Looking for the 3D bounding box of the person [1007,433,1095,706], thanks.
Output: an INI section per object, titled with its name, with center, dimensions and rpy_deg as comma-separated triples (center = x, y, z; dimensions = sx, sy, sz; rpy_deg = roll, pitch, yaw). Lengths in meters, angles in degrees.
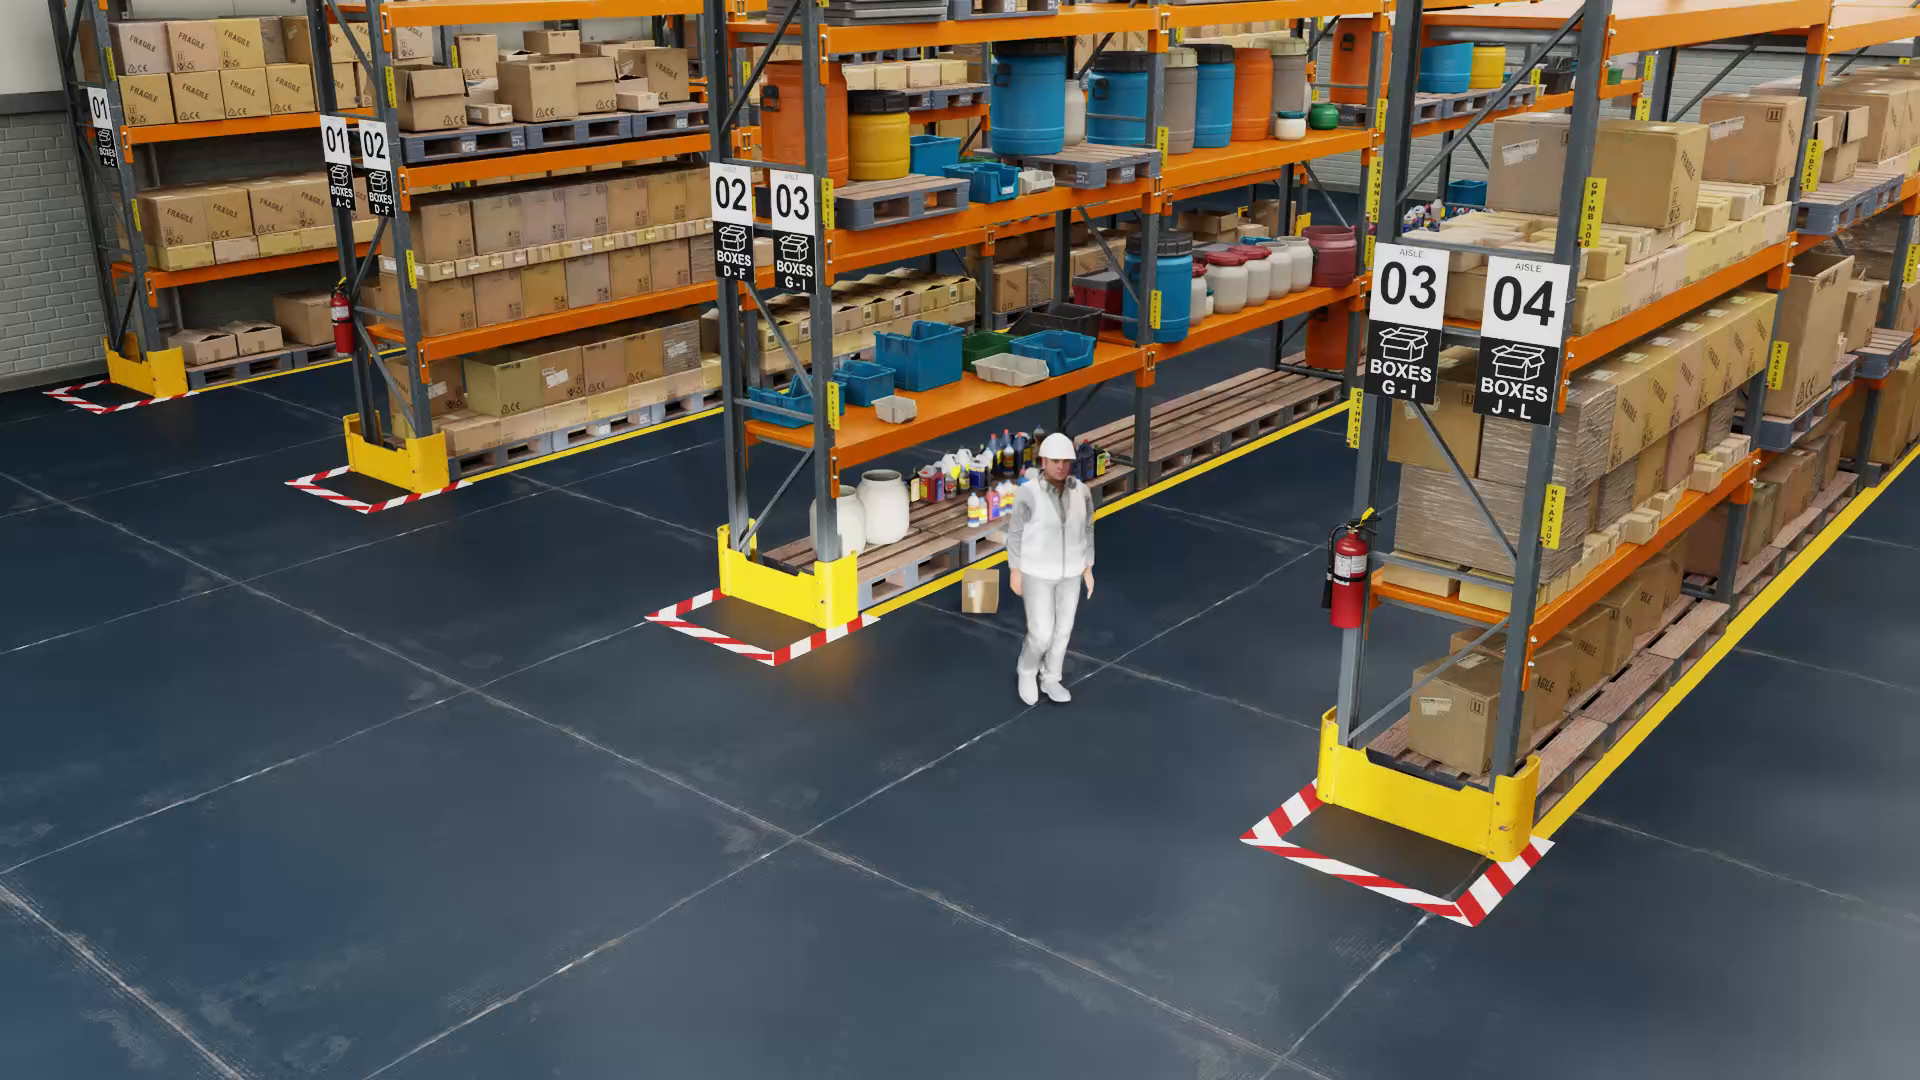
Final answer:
[person]
center = 0.592, 0.209, 10.418
dimensions = 0.546, 1.790, 0.438
rpy_deg = -8, 21, -21
